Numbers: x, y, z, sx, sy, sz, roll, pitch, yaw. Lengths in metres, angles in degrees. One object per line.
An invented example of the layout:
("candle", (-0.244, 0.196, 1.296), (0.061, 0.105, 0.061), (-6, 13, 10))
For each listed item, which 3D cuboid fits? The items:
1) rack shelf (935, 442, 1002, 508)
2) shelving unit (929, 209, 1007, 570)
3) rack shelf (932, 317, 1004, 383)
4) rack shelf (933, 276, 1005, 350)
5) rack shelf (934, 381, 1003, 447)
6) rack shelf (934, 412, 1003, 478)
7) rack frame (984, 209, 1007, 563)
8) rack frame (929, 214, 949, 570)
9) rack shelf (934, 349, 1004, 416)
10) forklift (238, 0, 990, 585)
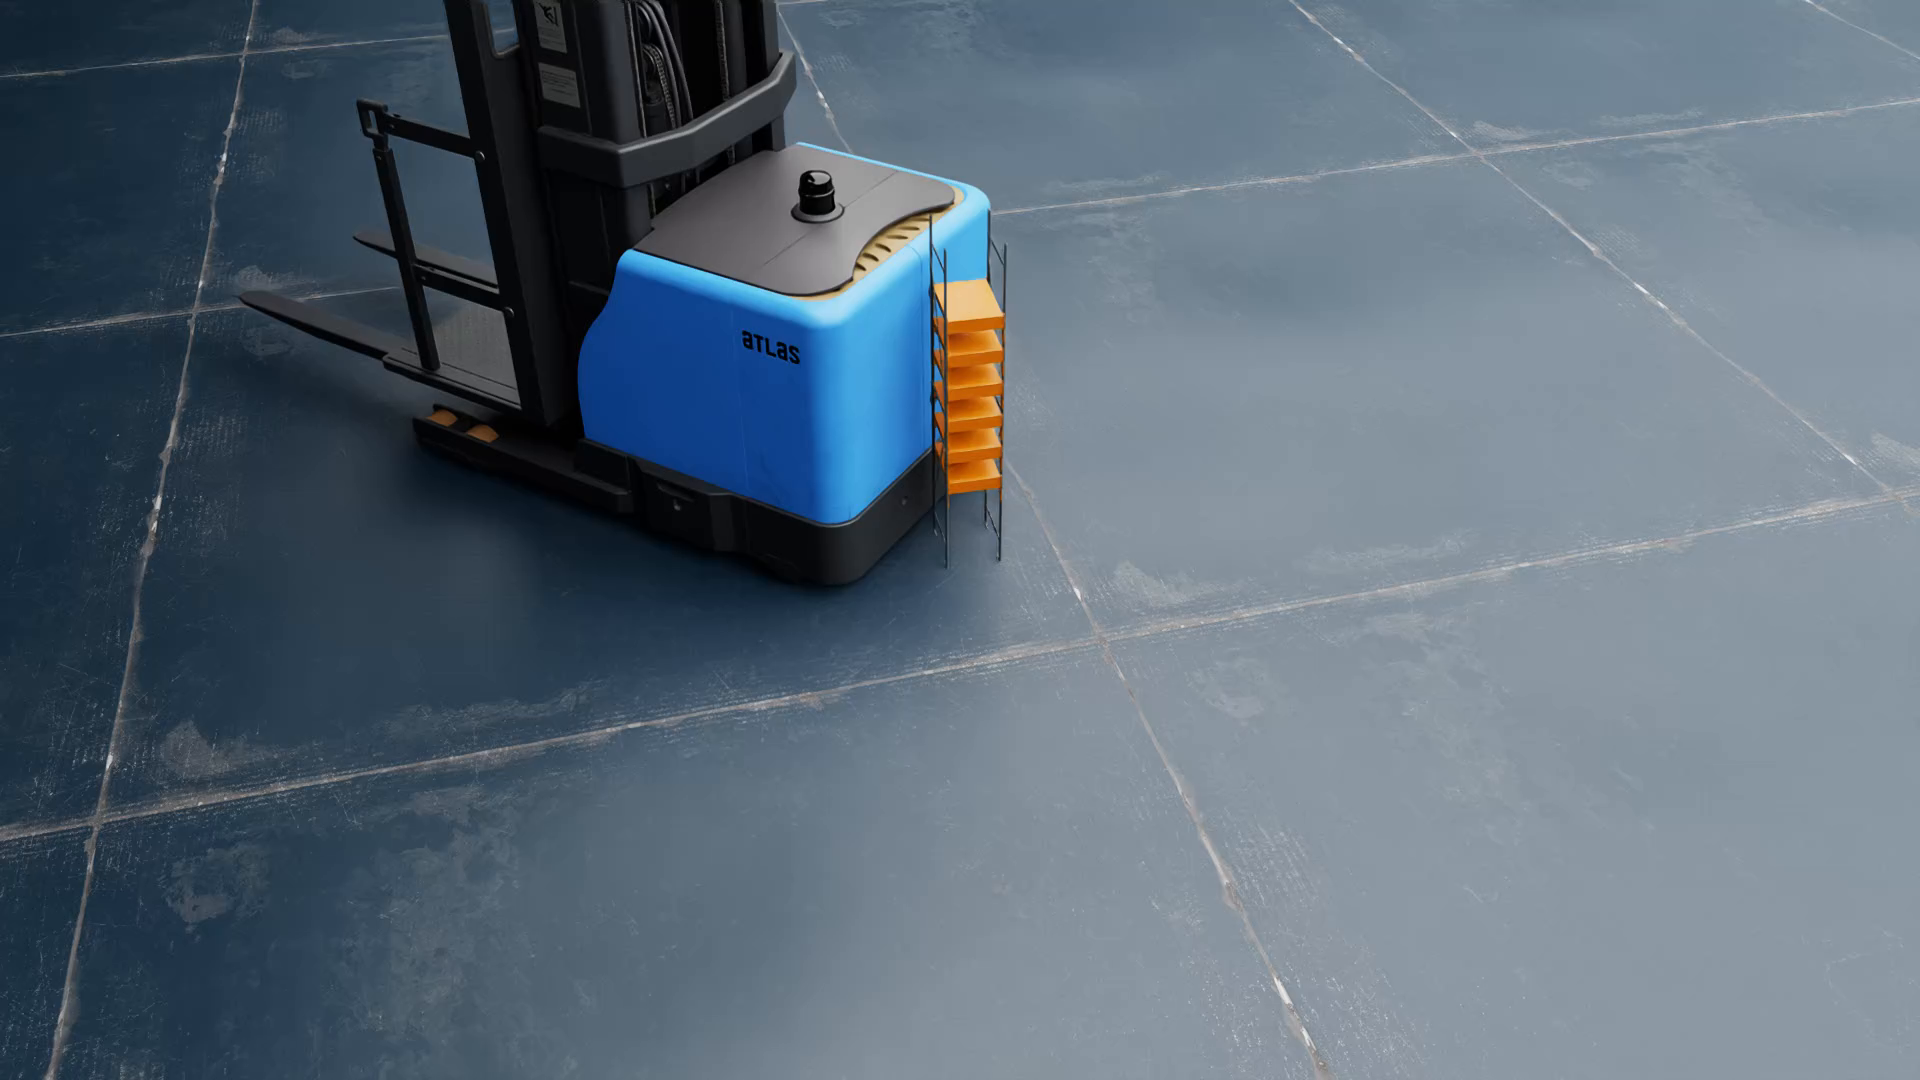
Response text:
("rack shelf", (0.023, -0.231, 5.533), (0.180, 0.103, 0.258), (-7, 38, -10))
("shelving unit", (0.023, -0.457, 5.360), (0.189, 1.200, 0.258), (-7, 38, -10))
("rack shelf", (0.023, -0.612, 5.241), (0.180, 0.103, 0.258), (-7, 38, -10))
("rack shelf", (0.023, -0.708, 5.168), (0.180, 0.103, 0.258), (-7, 38, -10))
("rack shelf", (0.023, -0.422, 5.387), (0.180, 0.103, 0.258), (-7, 38, -10))
("rack shelf", (0.023, -0.327, 5.460), (0.180, 0.103, 0.258), (-7, 38, -10))
("rack frame", (0.112, -0.469, 5.375), (0.006, 1.200, 0.240), (-7, 38, -10))
("rack frame", (-0.067, -0.445, 5.345), (0.006, 1.200, 0.240), (-7, 38, -10))
("rack shelf", (0.023, -0.517, 5.314), (0.180, 0.103, 0.258), (-7, 38, -10))
("forklift", (-1.418, -1.674, 5.526), (3.031, 2.935, 1.130), (20, 42, 24))
